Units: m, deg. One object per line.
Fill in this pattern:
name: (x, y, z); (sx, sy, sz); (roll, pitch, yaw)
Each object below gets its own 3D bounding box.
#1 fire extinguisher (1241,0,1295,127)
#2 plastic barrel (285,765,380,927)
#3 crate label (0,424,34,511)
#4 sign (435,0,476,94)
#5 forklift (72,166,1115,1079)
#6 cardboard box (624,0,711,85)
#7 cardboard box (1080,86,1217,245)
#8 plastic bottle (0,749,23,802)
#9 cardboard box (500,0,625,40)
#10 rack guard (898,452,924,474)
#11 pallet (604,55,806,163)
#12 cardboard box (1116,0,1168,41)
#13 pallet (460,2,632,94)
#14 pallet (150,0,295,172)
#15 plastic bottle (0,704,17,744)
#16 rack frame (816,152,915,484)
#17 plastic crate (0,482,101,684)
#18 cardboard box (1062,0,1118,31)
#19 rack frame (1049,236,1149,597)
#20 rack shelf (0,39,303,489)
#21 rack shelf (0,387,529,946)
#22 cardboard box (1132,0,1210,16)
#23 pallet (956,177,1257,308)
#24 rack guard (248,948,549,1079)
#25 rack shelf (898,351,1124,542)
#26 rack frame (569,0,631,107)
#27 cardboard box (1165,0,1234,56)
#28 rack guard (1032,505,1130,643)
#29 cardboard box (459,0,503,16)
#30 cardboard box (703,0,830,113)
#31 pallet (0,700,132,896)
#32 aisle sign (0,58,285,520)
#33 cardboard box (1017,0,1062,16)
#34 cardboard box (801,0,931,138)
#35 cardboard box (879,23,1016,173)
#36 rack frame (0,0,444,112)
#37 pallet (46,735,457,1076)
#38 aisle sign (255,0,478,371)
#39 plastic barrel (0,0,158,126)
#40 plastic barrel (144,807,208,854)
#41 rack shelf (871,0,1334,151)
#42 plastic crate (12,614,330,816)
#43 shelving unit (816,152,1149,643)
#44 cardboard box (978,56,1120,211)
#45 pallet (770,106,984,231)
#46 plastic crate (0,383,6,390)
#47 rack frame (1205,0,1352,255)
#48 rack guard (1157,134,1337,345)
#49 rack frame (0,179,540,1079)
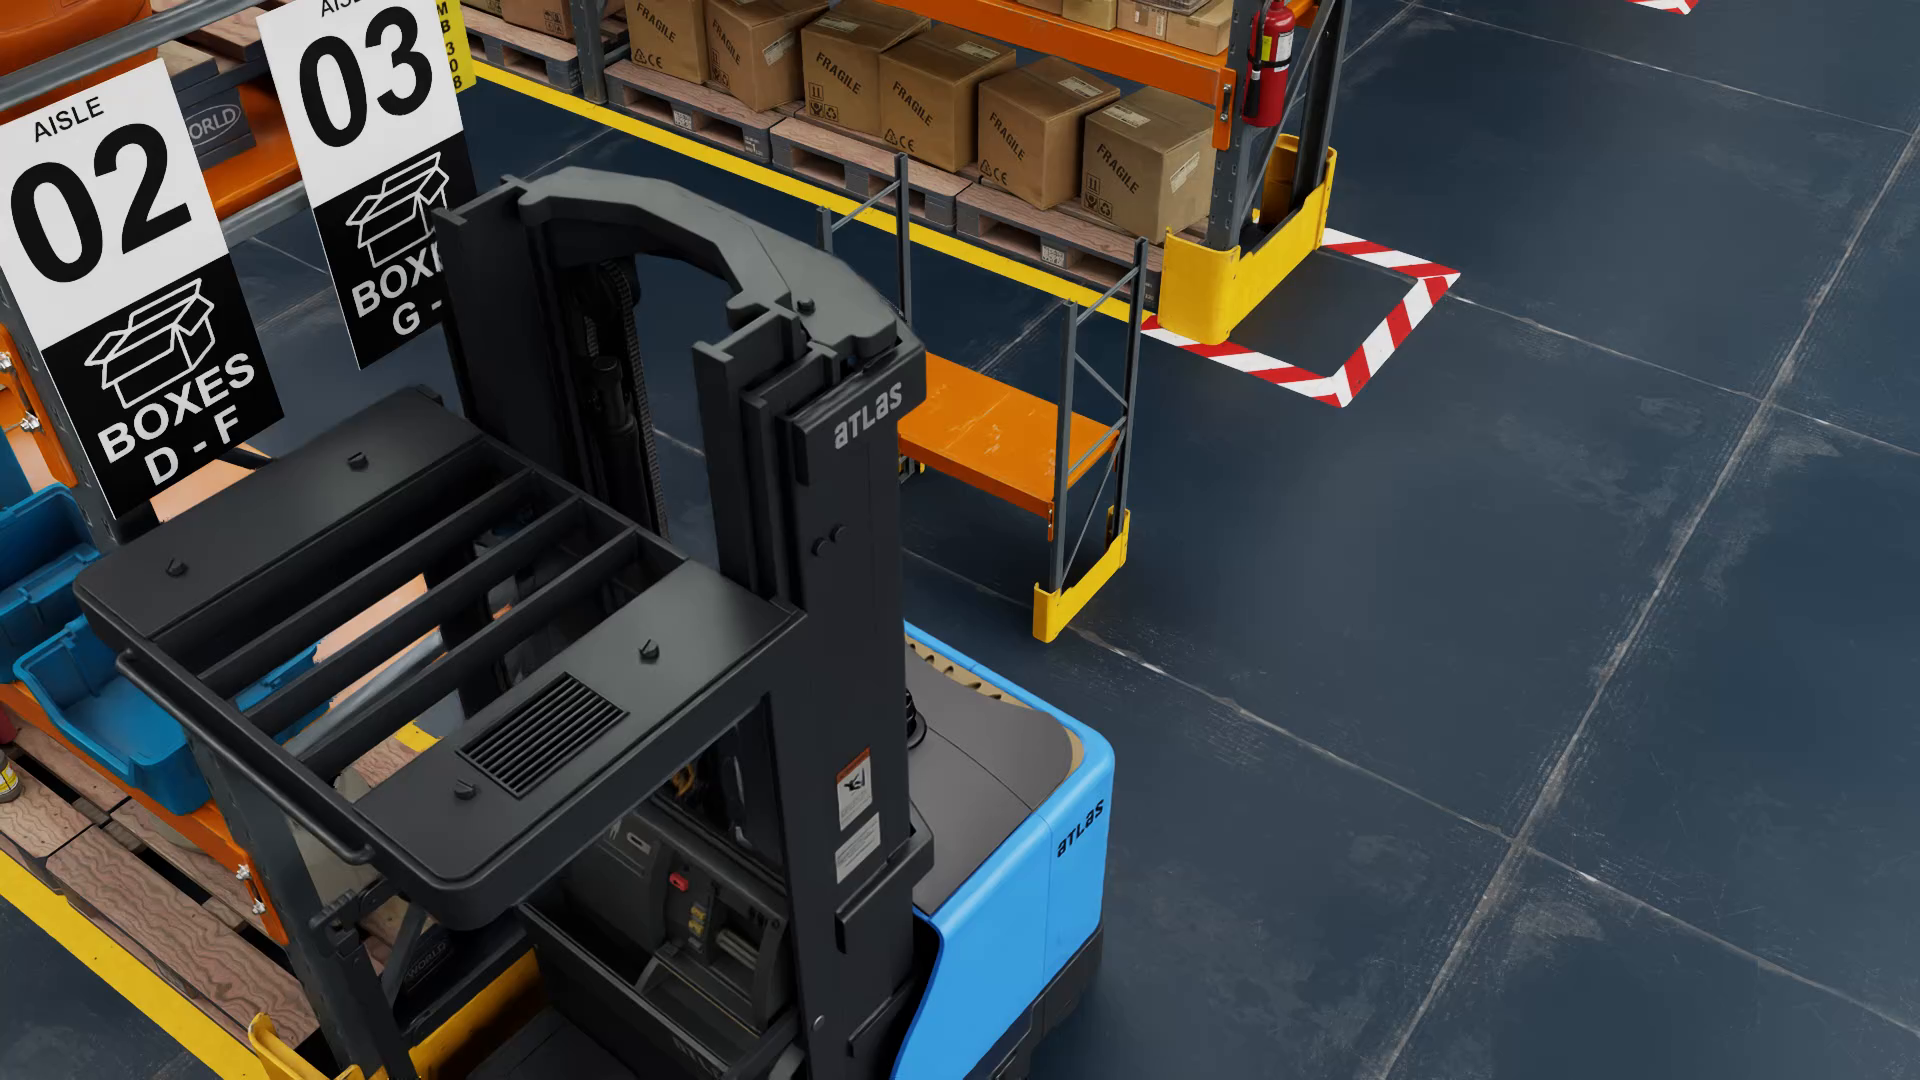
fire extinguisher: (1.279, -2.041, 6.839); (0.183, 0.674, 0.296); (25, 48, 25)
plastic barrel: (-1.976, 0.899, 5.046); (0.421, 0.512, 0.421); (0, 42, 0)
crate label: (-3.056, -0.231, 4.733); (0.616, 0.435, 0.502); (25, 48, 25)
sign: (-1.074, -1.081, 3.452); (0.005, 0.325, 0.100); (25, 48, 25)
forklift: (-0.877, 0.824, 3.631); (1.130, 2.935, 3.031); (28, 49, 28)
cardboard box: (-1.520, -2.947, 9.353); (0.500, 0.500, 0.500); (24, 47, 24)
cardboard box: (0.949, -1.838, 8.115); (0.500, 0.500, 0.500); (-33, 51, -31)
plastic bottle: (-3.149, 0.754, 5.427); (0.097, 0.201, 0.097); (0, 42, 0)
cardboard box: (-2.315, -3.376, 9.818); (0.500, 0.500, 0.700); (22, 46, 22)
rack guard: (-0.345, -0.255, 6.847); (0.087, 0.250, 0.587); (25, 48, 25)
pallet: (-1.254, -2.620, 9.519); (1.213, 0.211, 1.003); (25, 48, 25)
cardboard box: (0.894, -2.364, 7.331); (0.250, 0.149, 0.380); (25, 48, 25)
pallet: (-2.463, -3.155, 10.117); (1.213, 0.211, 1.003); (25, 48, 25)
pallet: (-2.015, -1.079, 3.598); (1.213, 0.211, 1.003); (25, 48, 25)
plastic bottle: (-3.279, 0.554, 5.589); (0.133, 0.283, 0.061); (25, 48, 25)
rack frame: (-0.346, -0.721, 6.431); (0.032, 1.500, 0.500); (25, 48, 25)
plastic crate: (-2.504, 0.114, 4.484); (0.408, 0.251, 0.499); (25, 48, 25)
cardboard box: (0.660, -2.432, 7.406); (0.250, 0.149, 0.380); (25, 48, 25)
rack frame: (0.486, -0.332, 5.996); (0.032, 1.500, 0.500); (25, 48, 25)
rack shelf: (-3.031, -1.277, 4.217); (4.000, 0.370, 1.077); (25, 48, 25)
rack shelf: (-3.031, -0.159, 5.217); (4.000, 0.370, 1.077); (25, 48, 25)
cardboard box: (1.016, -2.739, 7.263); (0.500, 0.500, 0.875); (25, 48, 25)
pallet: (0.743, -1.685, 8.475); (1.213, 0.211, 1.003); (25, 48, 25)
rack guard: (-1.483, 1.267, 4.959); (0.348, 0.500, 1.175); (25, 48, 25)
rack shelf: (0.070, -0.392, 6.333); (1.000, 0.185, 0.538); (25, 48, 25)
rack frame: (-1.825, -3.897, 8.855); (0.127, 3.000, 1.000); (25, 48, 25)
cardboard box: (1.098, -2.268, 7.224); (0.250, 0.149, 0.380); (25, 48, 25)
rack guard: (0.470, 0.127, 6.421); (0.087, 0.250, 0.587); (25, 48, 25)
cardboard box: (-2.695, -3.569, 10.034); (0.500, 0.500, 0.700); (25, 47, 25)
cardboard box: (-1.047, -2.732, 9.113); (0.500, 0.500, 0.500); (-26, 48, -26)
pallet: (-3.140, 0.593, 5.929); (1.213, 0.211, 1.003); (25, 48, 25)
aisle sign: (-1.505, -0.440, 3.043); (0.004, 0.787, 0.394); (25, 48, 25)
cardboard box: (0.464, -2.536, 7.523); (0.250, 0.149, 0.380); (25, 48, 25)
cardboard box: (-0.493, -2.537, 8.895); (0.500, 0.500, 0.500); (21, 46, 22)
cardboard box: (-0.062, -2.299, 8.629); (0.500, 0.500, 0.500); (30, 50, 29)
rack frame: (-1.394, -1.897, 2.121); (0.127, 3.000, 1.000); (25, 48, 25)
pallet: (-2.145, 1.061, 5.406); (1.213, 0.211, 1.003); (25, 48, 25)
aisle sign: (-1.167, -0.762, 3.403); (0.004, 0.787, 0.394); (25, 48, 25)
plastic barrel: (-1.864, -1.212, 2.969); (0.708, 0.830, 0.600); (25, 48, 25)
plastic barrel: (-2.387, 0.707, 5.261); (0.421, 0.512, 0.421); (0, 42, 0)
rack shelf: (-0.187, -2.863, 8.239); (4.000, 0.370, 1.077); (25, 48, 25)
plastic crate: (-1.975, 0.366, 4.203); (0.616, 0.251, 0.499); (25, 48, 25)
shelving unit: (0.062, -0.530, 6.217); (1.083, 1.500, 0.587); (25, 48, 25)
cardboard box: (0.440, -2.049, 8.350); (0.500, 0.500, 0.500); (-29, 49, -28)
pallet: (-0.251, -2.153, 8.998); (1.213, 0.211, 1.003); (25, 48, 25)
plastic crate: (-3.194, -0.611, 5.381); (0.437, 0.136, 0.530); (25, 48, 25)
rack frame: (1.450, -2.365, 7.144); (0.127, 3.000, 1.000); (25, 48, 25)
rack guard: (1.388, -1.463, 8.010); (0.348, 0.500, 1.175); (25, 48, 25)
rack frame: (-1.394, 0.339, 4.122); (0.127, 3.000, 1.000); (25, 48, 25)
